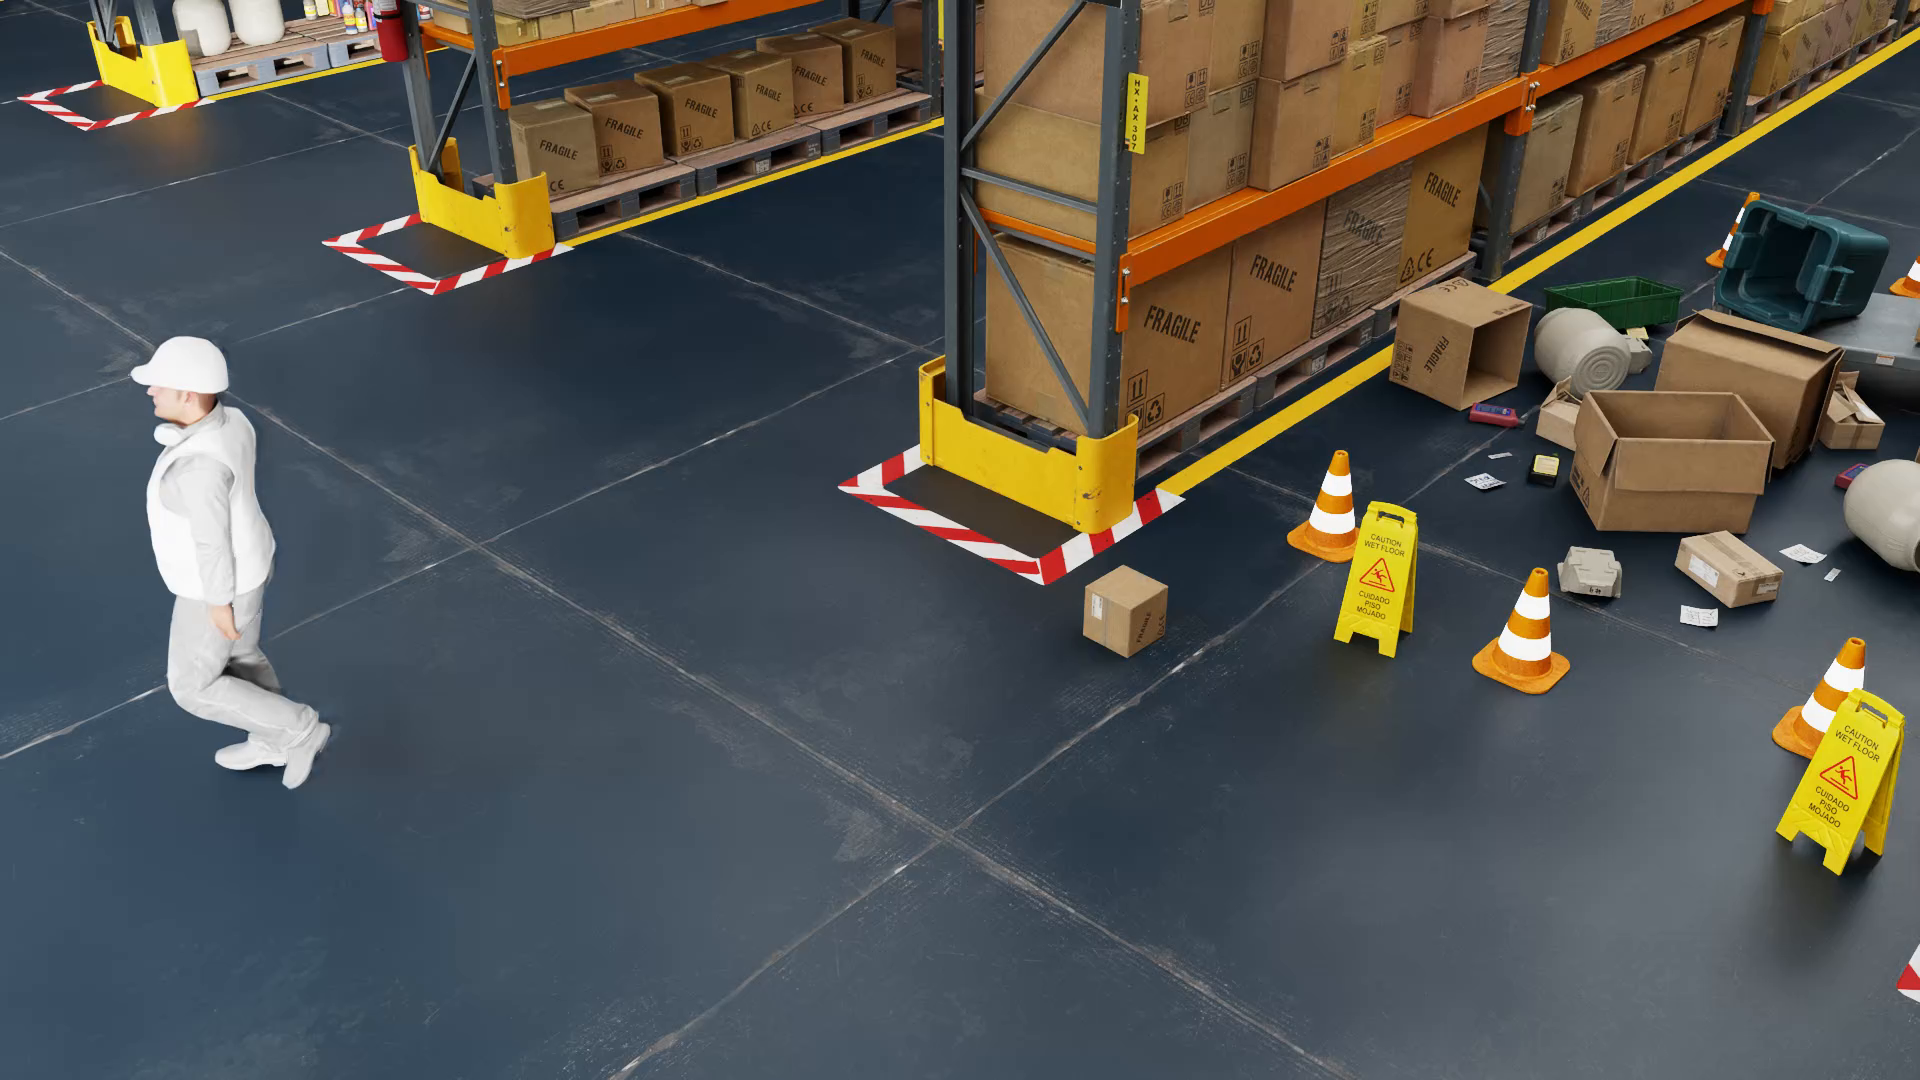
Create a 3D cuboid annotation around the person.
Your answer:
[{"bbox_3d":[-2.588,0.110,5.881,0.493,1.763,0.534,-4,31,-7],"label":"person"}]
